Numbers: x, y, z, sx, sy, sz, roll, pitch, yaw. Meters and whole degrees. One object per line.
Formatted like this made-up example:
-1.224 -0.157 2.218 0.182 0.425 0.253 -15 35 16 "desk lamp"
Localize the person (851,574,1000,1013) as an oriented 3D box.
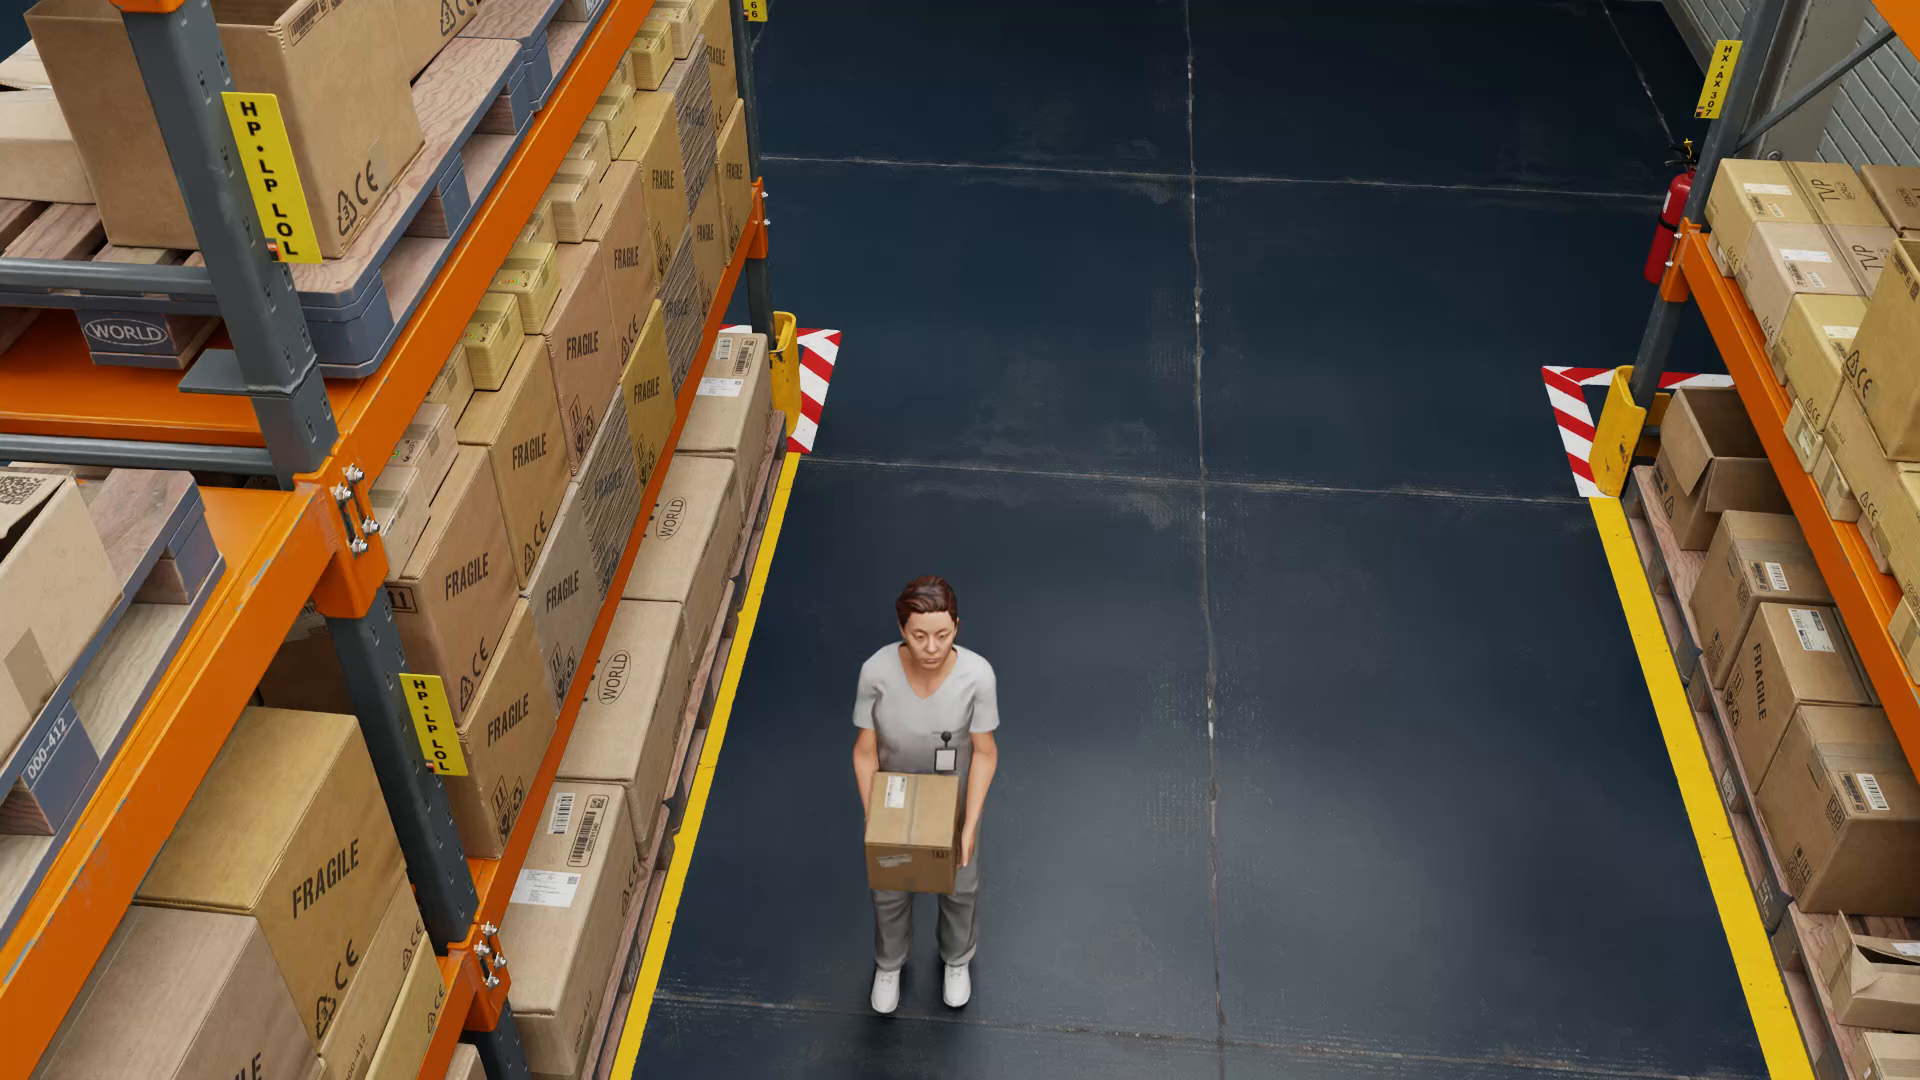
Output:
-0.104 0.849 5.155 0.444 1.671 0.547 0 40 0 "person"
